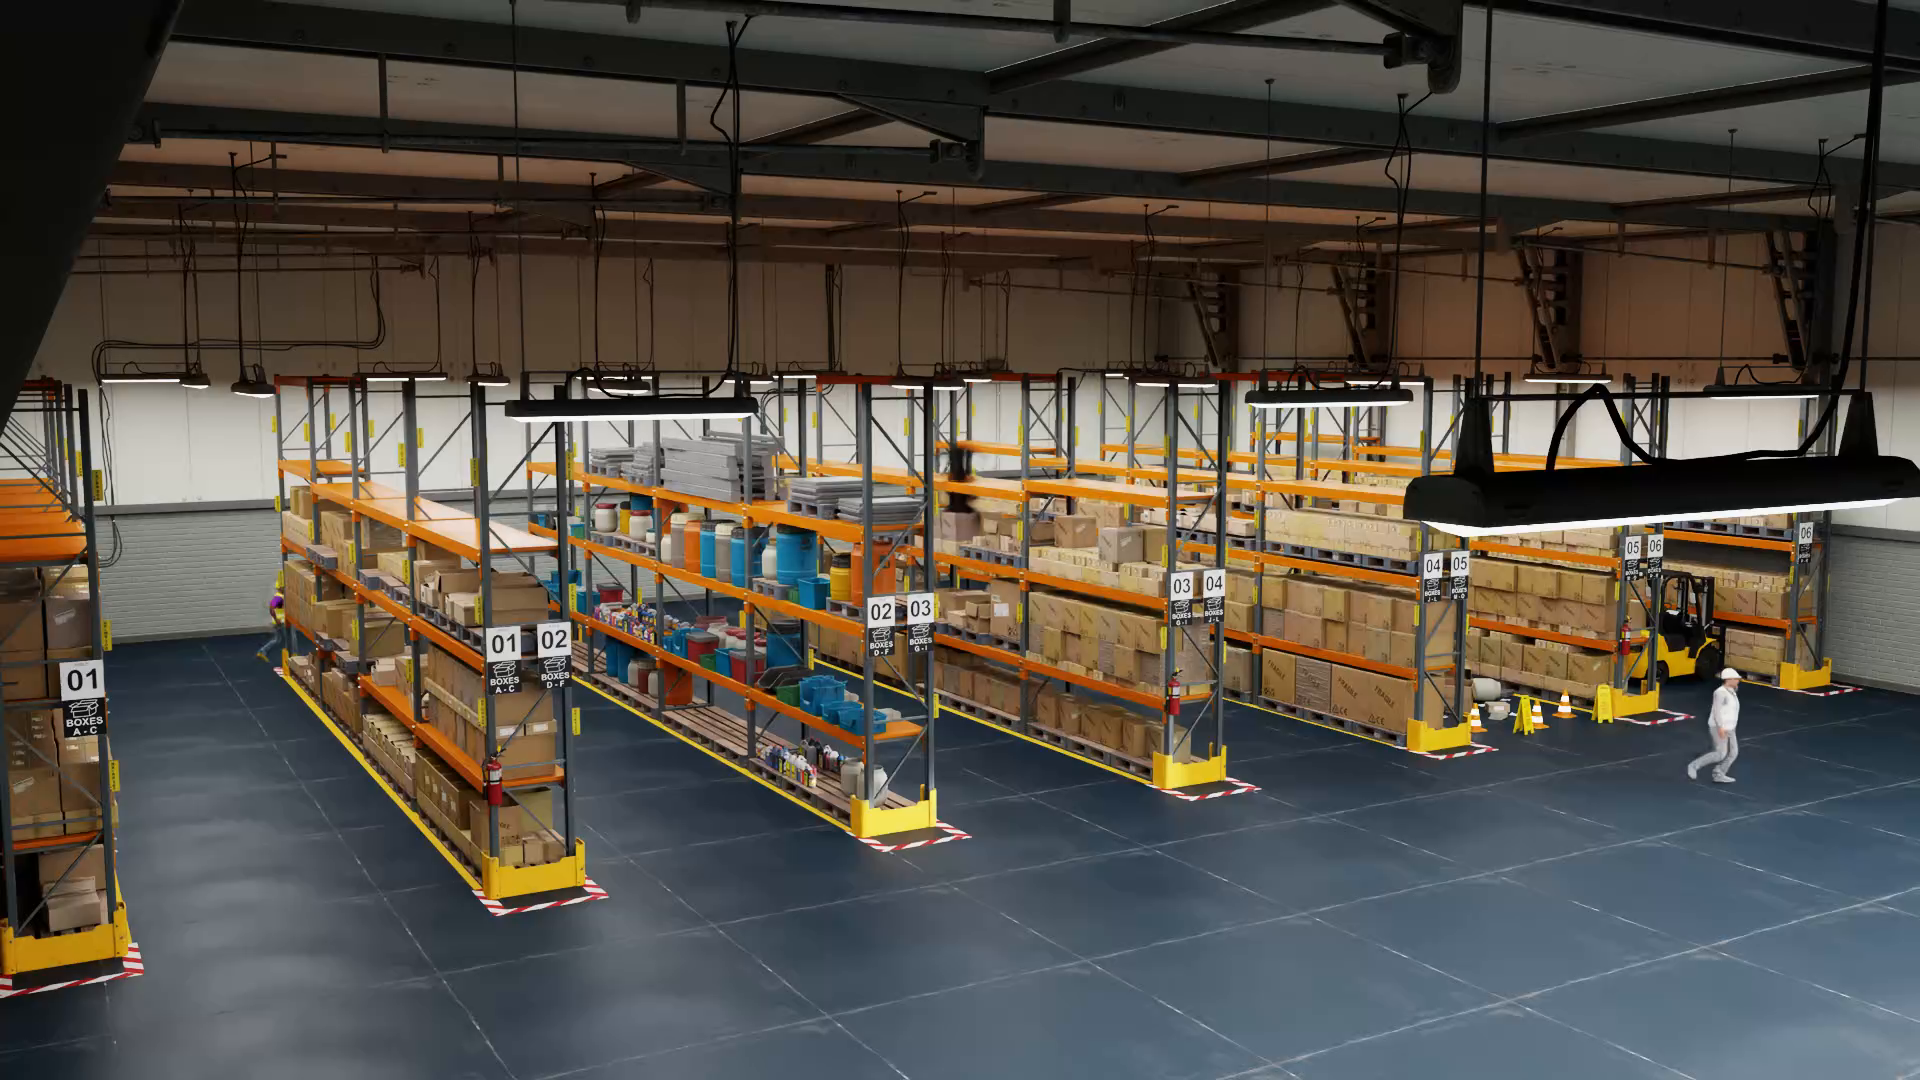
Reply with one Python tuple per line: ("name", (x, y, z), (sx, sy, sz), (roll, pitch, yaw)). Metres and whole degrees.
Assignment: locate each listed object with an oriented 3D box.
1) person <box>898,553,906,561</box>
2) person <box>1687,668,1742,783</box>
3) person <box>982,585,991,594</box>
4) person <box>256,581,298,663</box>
("person", (-1.486, 1.136, 40.127), (0.594, 1.704, 0.683), (-2, 6, -15))
("person", (11.257, 2.762, 24.789), (0.583, 1.711, 0.807), (6, 9, 45))
("person", (0.562, 1.725, 34.051), (0.589, 1.668, 0.866), (-4, 7, -30))
("person", (-13.991, 1.708, 34.236), (0.981, 1.763, 0.711), (-3, 7, -29))
